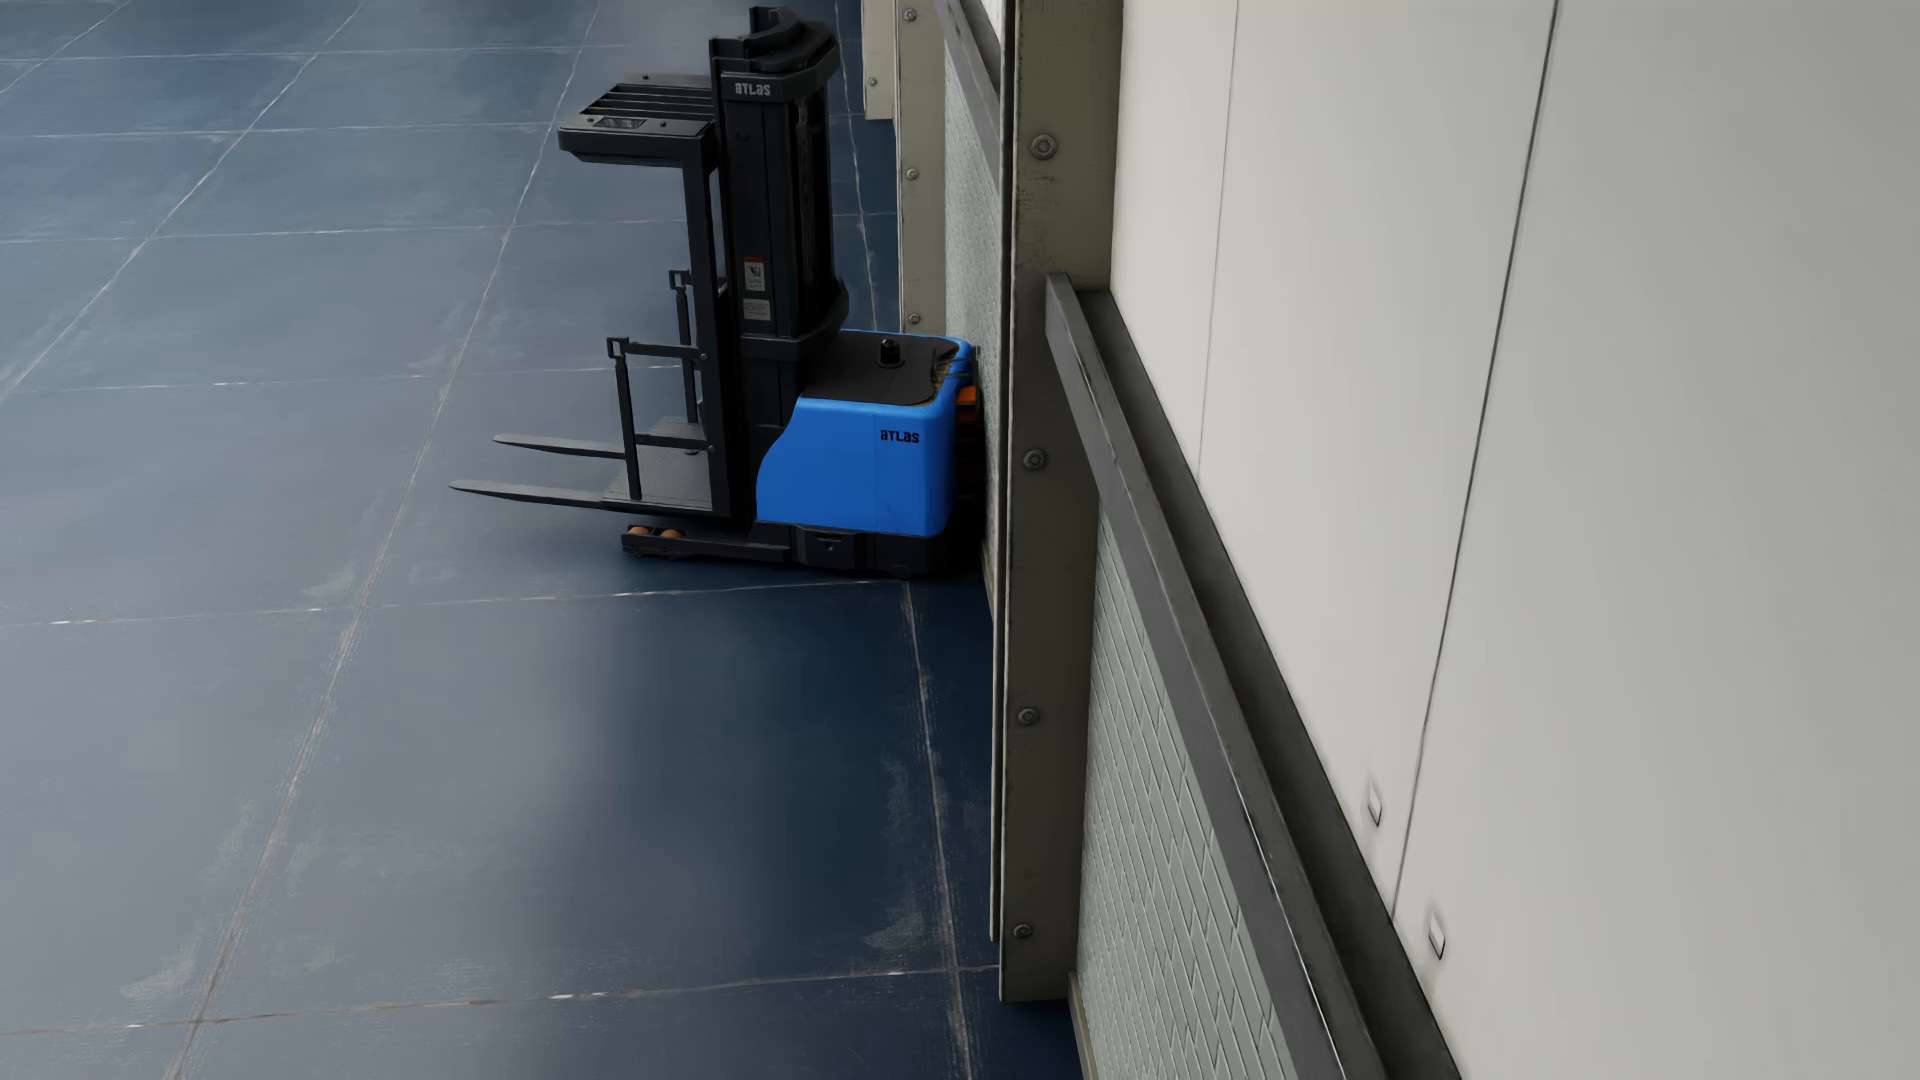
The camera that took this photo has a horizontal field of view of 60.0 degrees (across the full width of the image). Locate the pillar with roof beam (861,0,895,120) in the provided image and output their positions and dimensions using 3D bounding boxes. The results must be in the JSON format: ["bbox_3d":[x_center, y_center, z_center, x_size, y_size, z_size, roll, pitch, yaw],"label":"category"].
[{"bbox_3d":[-5.110,-8.042,14.438,9.100,9.000,0.400,-3,31,-5],"label":"pillar with roof beam"}]

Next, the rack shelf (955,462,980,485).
[{"bbox_3d":[-0.022,-0.365,9.511,0.258,0.103,0.180,-3,31,-4],"label":"rack shelf"}]

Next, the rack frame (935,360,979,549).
[{"bbox_3d":[-0.014,-0.459,9.347,0.240,1.200,0.006,-3,31,-4],"label":"rack frame"}]

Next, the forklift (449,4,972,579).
[{"bbox_3d":[-1.483,-1.406,9.246,3.031,2.935,1.130,6,31,9],"label":"forklift"}]

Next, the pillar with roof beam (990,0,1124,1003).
[{"bbox_3d":[-3.989,-1.915,4.181,9.100,9.000,0.400,-3,31,-5],"label":"pillar with roof beam"}]

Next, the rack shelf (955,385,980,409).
[{"bbox_3d":[-0.023,-0.776,9.262,0.258,0.103,0.180,-3,31,-4],"label":"rack shelf"}]

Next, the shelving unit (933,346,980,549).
[{"bbox_3d":[-0.022,-0.506,9.426,0.258,1.200,0.189,-3,31,-4],"label":"shelving unit"}]

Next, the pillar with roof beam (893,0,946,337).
[{"bbox_3d":[-4.549,-4.978,9.309,9.100,9.000,0.400,-3,31,-5],"label":"pillar with roof beam"}]

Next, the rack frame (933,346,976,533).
[{"bbox_3d":[-0.030,-0.553,9.504,0.240,1.200,0.006,-3,31,-4],"label":"rack frame"}]

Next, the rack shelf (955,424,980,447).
[{"bbox_3d":[-0.022,-0.571,9.387,0.258,0.103,0.180,-3,31,-4],"label":"rack shelf"}]

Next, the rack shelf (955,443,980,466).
[{"bbox_3d":[-0.022,-0.468,9.449,0.258,0.103,0.180,-3,31,-4],"label":"rack shelf"}]

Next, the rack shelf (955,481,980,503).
[{"bbox_3d":[-0.021,-0.263,9.573,0.258,0.103,0.180,-3,31,-4],"label":"rack shelf"}]

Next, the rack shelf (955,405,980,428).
[{"bbox_3d":[-0.023,-0.674,9.325,0.258,0.103,0.180,-3,31,-4],"label":"rack shelf"}]
